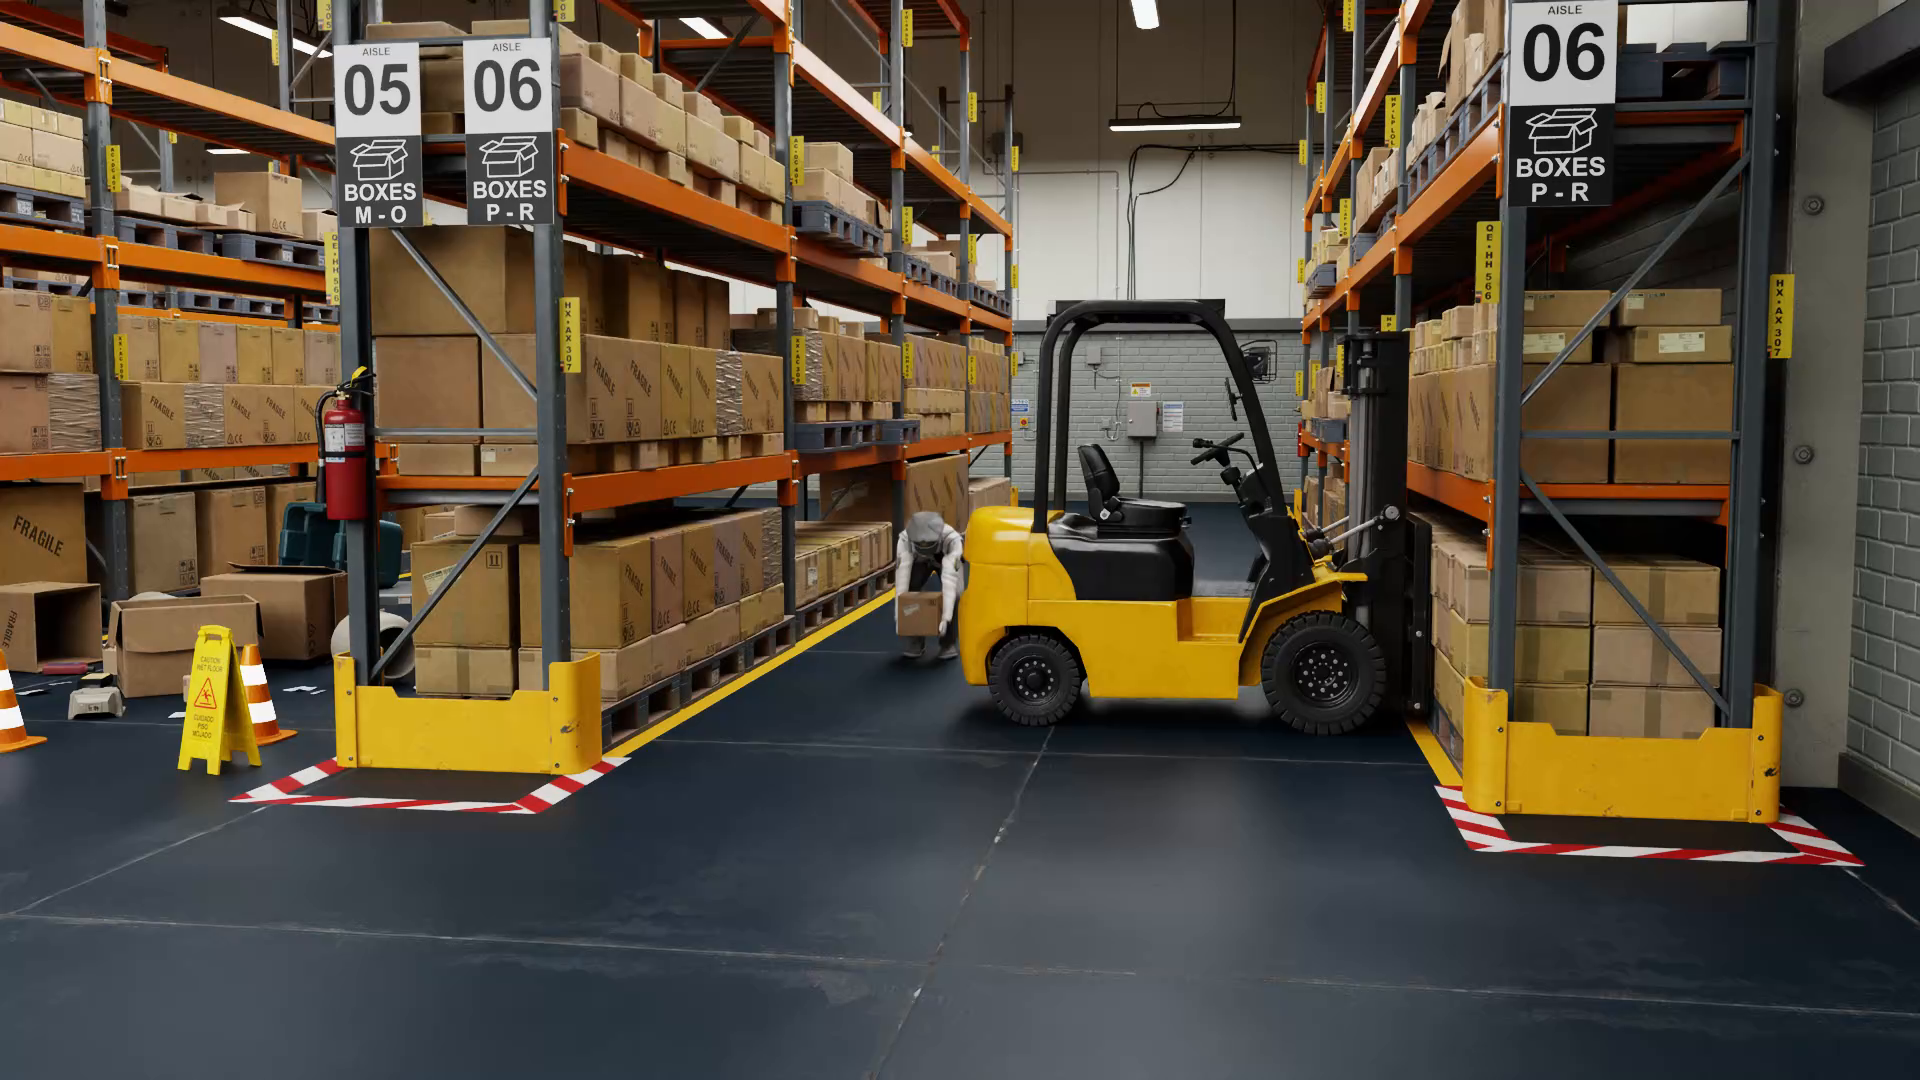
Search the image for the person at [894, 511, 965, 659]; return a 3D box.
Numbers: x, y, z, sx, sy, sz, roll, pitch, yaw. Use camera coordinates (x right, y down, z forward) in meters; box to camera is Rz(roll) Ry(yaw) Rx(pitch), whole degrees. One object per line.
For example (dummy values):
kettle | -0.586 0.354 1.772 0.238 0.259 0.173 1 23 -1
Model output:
person | -0.198 0.283 10.682 0.456 0.979 0.912 1 5 6
